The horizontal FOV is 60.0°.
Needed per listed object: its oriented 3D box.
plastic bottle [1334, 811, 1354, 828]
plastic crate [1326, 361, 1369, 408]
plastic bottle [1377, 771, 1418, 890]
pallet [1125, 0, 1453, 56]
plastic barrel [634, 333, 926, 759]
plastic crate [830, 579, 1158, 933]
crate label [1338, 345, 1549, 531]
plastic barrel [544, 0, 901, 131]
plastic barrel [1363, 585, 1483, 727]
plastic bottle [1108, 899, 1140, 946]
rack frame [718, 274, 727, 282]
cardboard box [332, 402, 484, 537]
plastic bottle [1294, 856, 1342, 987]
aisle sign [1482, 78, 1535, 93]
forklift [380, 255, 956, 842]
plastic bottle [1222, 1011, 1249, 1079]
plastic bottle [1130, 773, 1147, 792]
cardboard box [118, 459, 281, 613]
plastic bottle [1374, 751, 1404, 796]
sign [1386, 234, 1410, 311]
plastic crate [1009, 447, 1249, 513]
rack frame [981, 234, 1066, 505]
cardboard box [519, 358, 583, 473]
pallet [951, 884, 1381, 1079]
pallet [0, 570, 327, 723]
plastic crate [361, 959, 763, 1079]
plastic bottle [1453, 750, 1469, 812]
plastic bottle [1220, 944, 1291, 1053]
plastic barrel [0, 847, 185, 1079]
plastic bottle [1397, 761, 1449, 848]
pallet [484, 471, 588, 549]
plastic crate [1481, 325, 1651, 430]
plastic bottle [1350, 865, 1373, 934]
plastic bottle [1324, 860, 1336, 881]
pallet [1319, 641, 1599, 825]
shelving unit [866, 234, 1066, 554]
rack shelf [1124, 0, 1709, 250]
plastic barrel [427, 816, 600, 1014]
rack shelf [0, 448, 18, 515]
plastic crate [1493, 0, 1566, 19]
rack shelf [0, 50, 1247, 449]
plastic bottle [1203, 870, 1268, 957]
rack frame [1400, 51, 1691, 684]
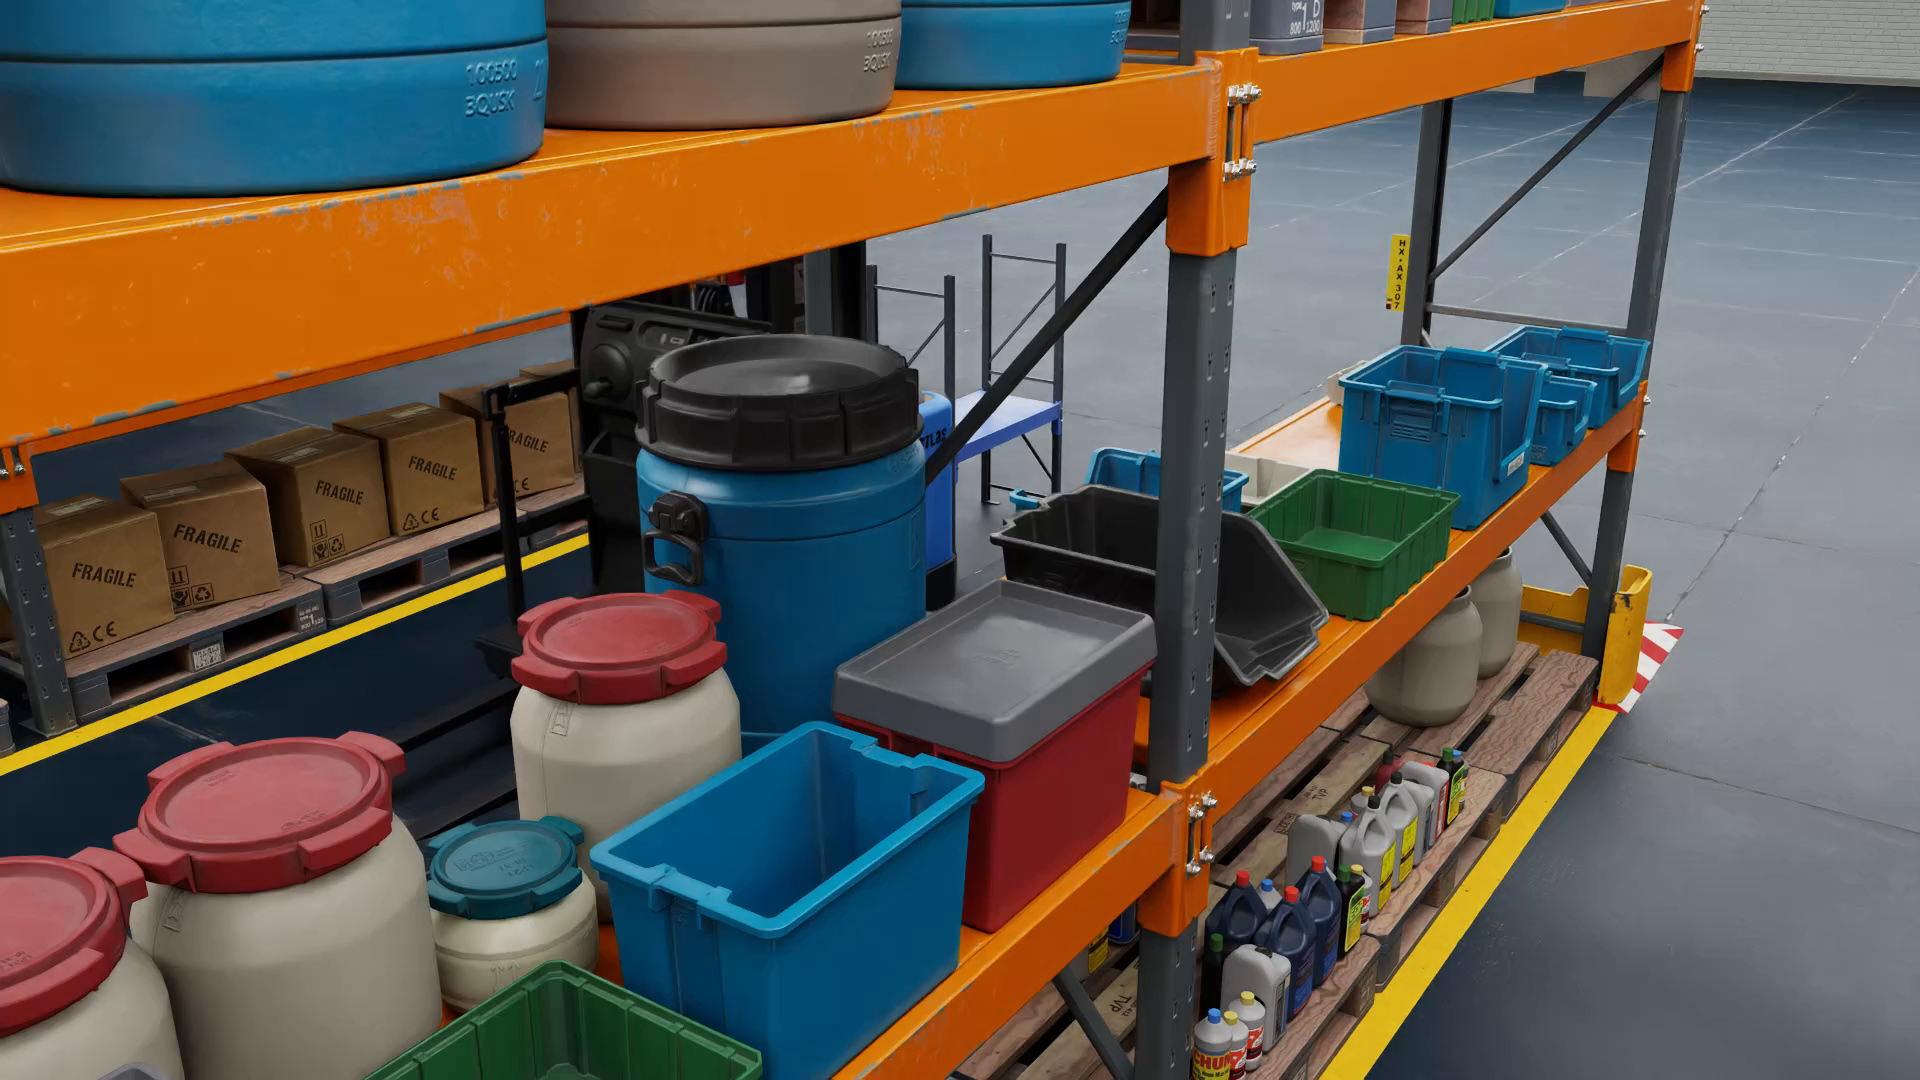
[{"bbox_3d":[1.217,0.955,5.258,0.097,0.201,0.097,0,20,0],"label":"plastic bottle"},{"bbox_3d":[1.574,-0.590,6.415,0.298,0.136,0.250,13,24,32],"label":"plastic crate"},{"bbox_3d":[1.341,0.896,5.202,0.144,0.351,0.185,14,25,34],"label":"plastic bottle"},{"bbox_3d":[0.420,-1.304,3.915,1.213,0.211,1.003,13,24,32],"label":"pallet"},{"bbox_3d":[-0.373,0.057,3.564,0.600,0.901,0.708,13,24,32],"label":"plastic barrel"},{"bbox_3d":[0.076,0.409,3.243,0.402,0.464,0.583,13,24,32],"label":"plastic crate"},{"bbox_3d":[1.532,-0.343,5.318,0.502,0.435,0.616,13,24,32],"label":"crate label"},{"bbox_3d":[-0.379,-1.026,2.168,0.600,0.901,0.600,0,20,0],"label":"plastic barrel"},{"bbox_3d":[1.755,0.410,6.313,0.421,0.512,0.421,0,20,0],"label":"plastic barrel"},{"bbox_3d":[0.463,1.037,4.929,0.152,0.276,0.135,13,24,32],"label":"plastic bottle"},{"bbox_3d":[-1.753,-1.873,9.505,1.000,3.000,0.127,13,24,32],"label":"rack frame"},{"bbox_3d":[-2.793,-0.368,8.433,0.500,0.500,0.500,16,26,37],"label":"cardboard box"},{"bbox_3d":[0.998,1.072,4.728,0.144,0.351,0.185,12,24,30],"label":"plastic bottle"},{"bbox_3d":[2.142,-2.204,6.653,0.394,0.787,0.004,13,24,32],"label":"aisle sign"},{"bbox_3d":[-1.248,-0.680,6.379,1.130,2.935,3.031,13,24,31],"label":"forklift"},{"bbox_3d":[0.694,1.311,4.295,0.097,0.201,0.097,0,20,0],"label":"plastic bottle"},{"bbox_3d":[0.603,0.877,5.362,0.152,0.276,0.135,14,24,33],"label":"plastic bottle"},{"bbox_3d":[-3.428,-0.023,7.501,0.500,0.500,0.500,-15,25,-35],"label":"cardboard box"},{"bbox_3d":[1.421,0.819,5.508,0.061,0.283,0.133,13,24,32],"label":"plastic bottle"},{"bbox_3d":[1.891,-1.146,7.139,0.100,0.325,0.005,13,24,32],"label":"sign"},{"bbox_3d":[0.492,-0.060,4.819,0.499,0.251,0.616,13,24,32],"label":"plastic crate"},{"bbox_3d":[0.334,-0.874,8.965,0.500,1.500,0.032,13,24,32],"label":"rack frame"},{"bbox_3d":[-2.118,-0.722,9.391,0.500,0.500,0.500,19,28,42],"label":"cardboard box"},{"bbox_3d":[0.507,1.364,4.774,1.003,0.211,1.213,13,24,32],"label":"pallet"},{"bbox_3d":[-3.653,0.383,7.426,1.003,0.211,1.213,13,24,32],"label":"pallet"},{"bbox_3d":[-0.651,0.895,2.328,0.450,0.188,0.662,13,24,32],"label":"plastic crate"},{"bbox_3d":[1.674,0.811,5.647,0.097,0.201,0.097,0,20,0],"label":"plastic bottle"},{"bbox_3d":[0.796,1.208,4.469,0.152,0.276,0.135,14,25,34],"label":"plastic bottle"},{"bbox_3d":[-1.280,0.743,2.236,0.433,0.535,0.433,0,20,0],"label":"plastic barrel"},{"bbox_3d":[1.509,0.843,5.453,0.152,0.276,0.135,13,24,32],"label":"plastic bottle"},{"bbox_3d":[-2.282,-0.317,9.319,1.003,0.211,1.213,13,24,32],"label":"pallet"},{"bbox_3d":[2.309,-0.636,6.374,0.499,0.251,0.616,13,24,32],"label":"plastic crate"},{"bbox_3d":[1.176,1.065,4.961,0.097,0.201,0.097,0,20,0],"label":"plastic bottle"},{"bbox_3d":[1.050,1.059,4.876,0.097,0.271,0.097,0,20,0],"label":"plastic bottle"},{"bbox_3d":[1.878,0.664,6.667,1.003,0.211,1.213,13,24,32],"label":"pallet"},{"bbox_3d":[0.048,-0.728,8.571,0.538,1.500,1.048,13,24,32],"label":"shelving unit"},{"bbox_3d":[1.219,-1.403,4.947,1.077,0.370,4.000,13,24,32],"label":"rack shelf"},{"bbox_3d":[-0.776,0.655,2.869,0.301,0.262,0.301,0,20,0],"label":"plastic barrel"},{"bbox_3d":[-5.126,0.186,4.976,1.077,0.370,4.000,13,24,32],"label":"rack shelf"},{"bbox_3d":[1.520,-1.701,4.738,0.392,0.384,0.575,13,24,32],"label":"plastic crate"},{"bbox_3d":[-1.029,-0.255,1.844,1.077,0.370,4.000,13,24,32],"label":"rack shelf"},{"bbox_3d":[0.773,1.098,4.658,0.144,0.351,0.185,13,24,32],"label":"plastic bottle"},{"bbox_3d":[2.343,-0.907,6.894,1.000,3.000,0.127,13,24,32],"label":"rack frame"}]
